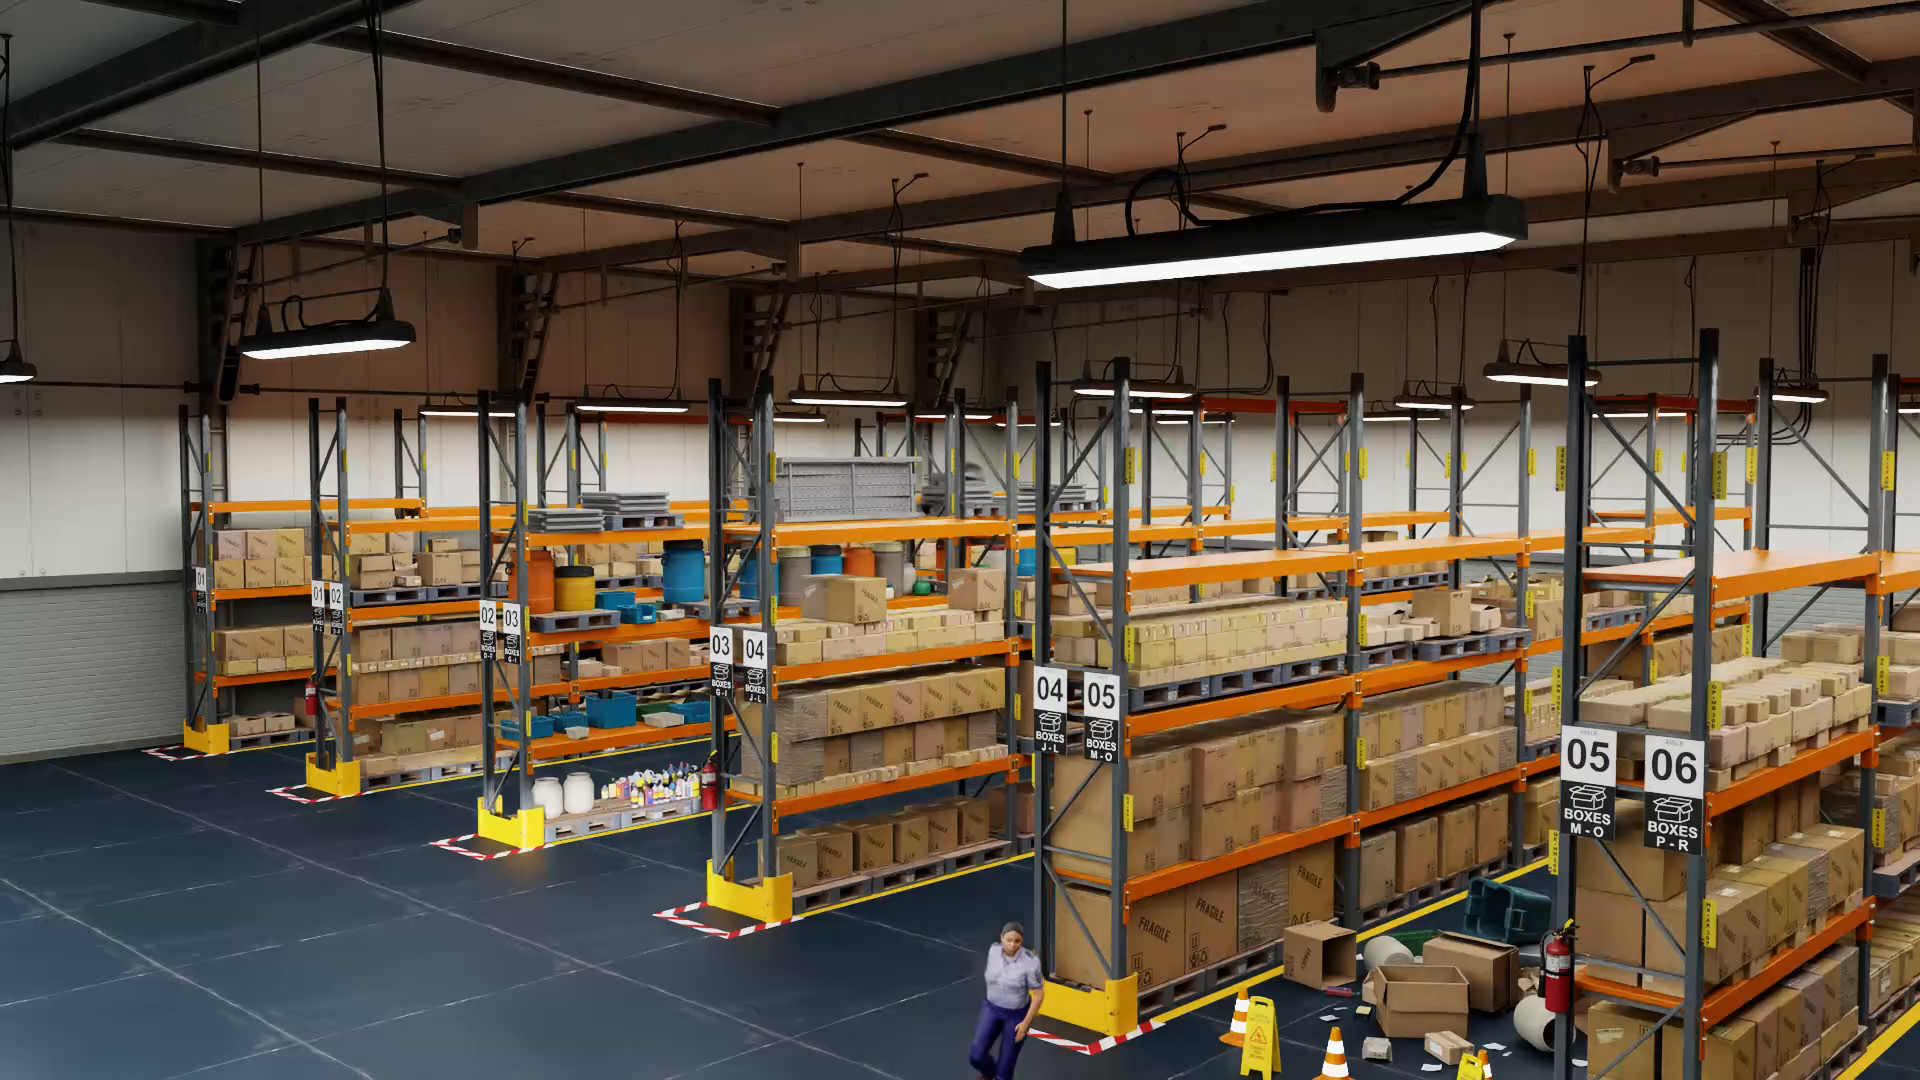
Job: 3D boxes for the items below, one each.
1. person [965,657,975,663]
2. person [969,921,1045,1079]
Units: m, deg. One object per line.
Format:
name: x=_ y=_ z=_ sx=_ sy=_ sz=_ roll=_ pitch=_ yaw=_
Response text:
person: x=0.372 y=2.692 z=31.071 sx=1.093 sy=1.611 sz=0.687 roll=-1 pitch=3 yaw=-26
person: x=0.366 y=3.692 z=12.927 sx=0.639 sy=1.576 sz=0.683 roll=1 pitch=3 yaw=18
